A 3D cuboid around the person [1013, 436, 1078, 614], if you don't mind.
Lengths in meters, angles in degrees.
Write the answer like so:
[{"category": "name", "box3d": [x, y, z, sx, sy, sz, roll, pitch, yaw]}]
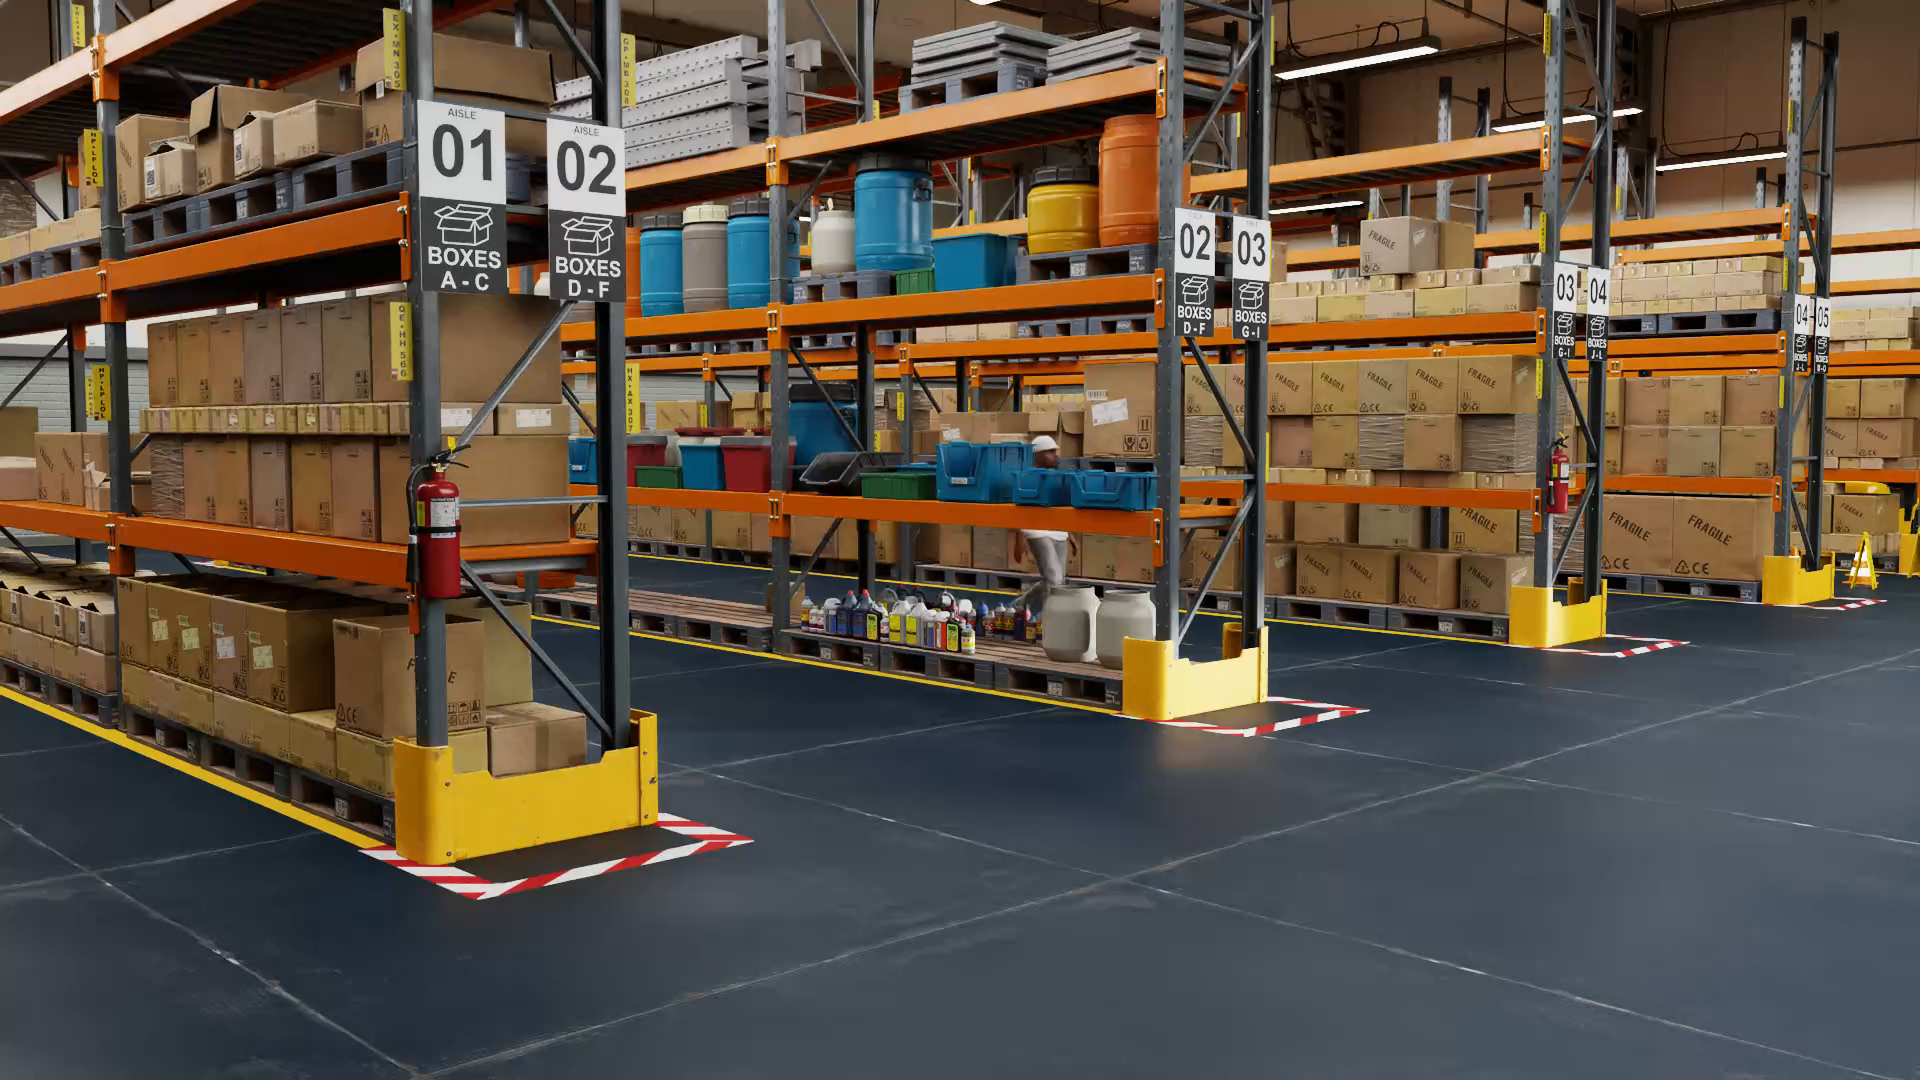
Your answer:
[{"category": "person", "box3d": [0.712, -0.017, 14.214, 0.840, 1.748, 0.581, 4, 5, 43]}]
